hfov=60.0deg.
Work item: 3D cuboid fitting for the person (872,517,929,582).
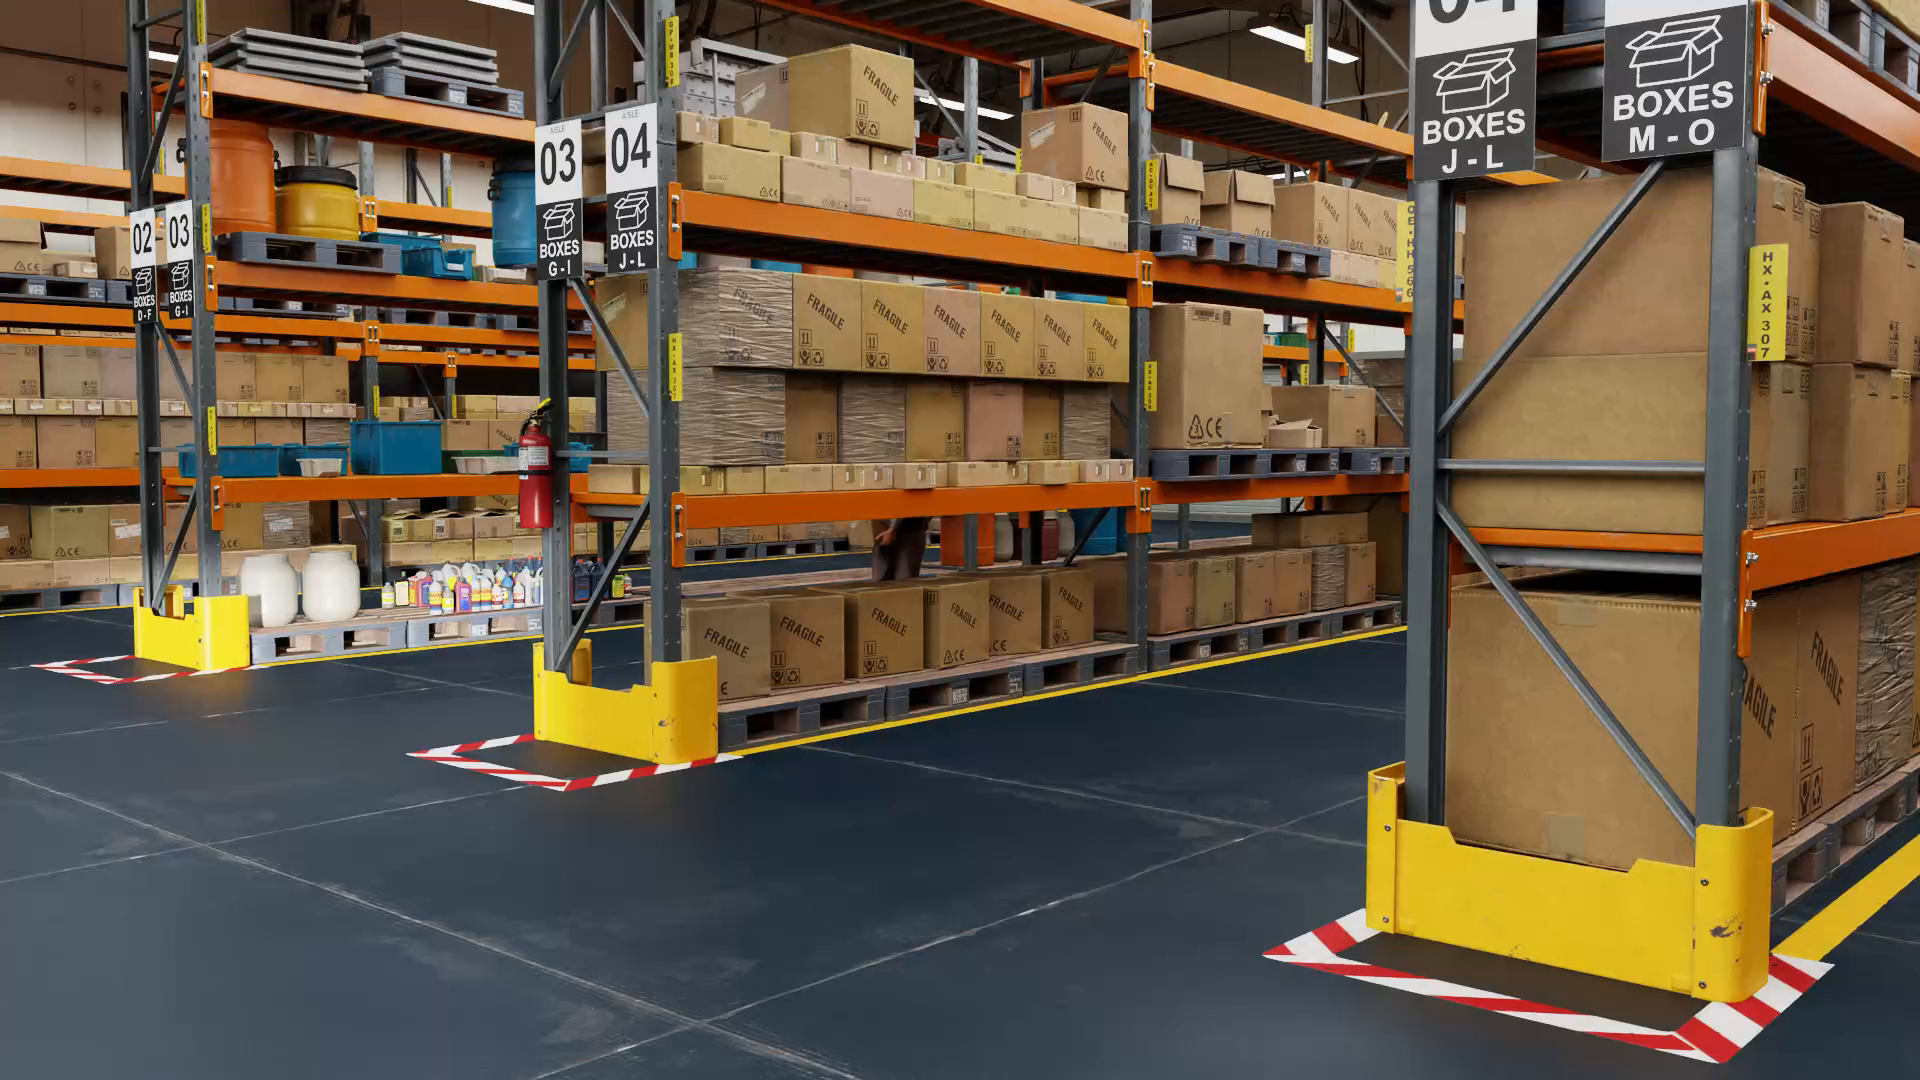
[{"bbox_3d":[-0.509,-0.014,12.243,0.490,1.717,0.571,3,5,40],"label":"person"}]
